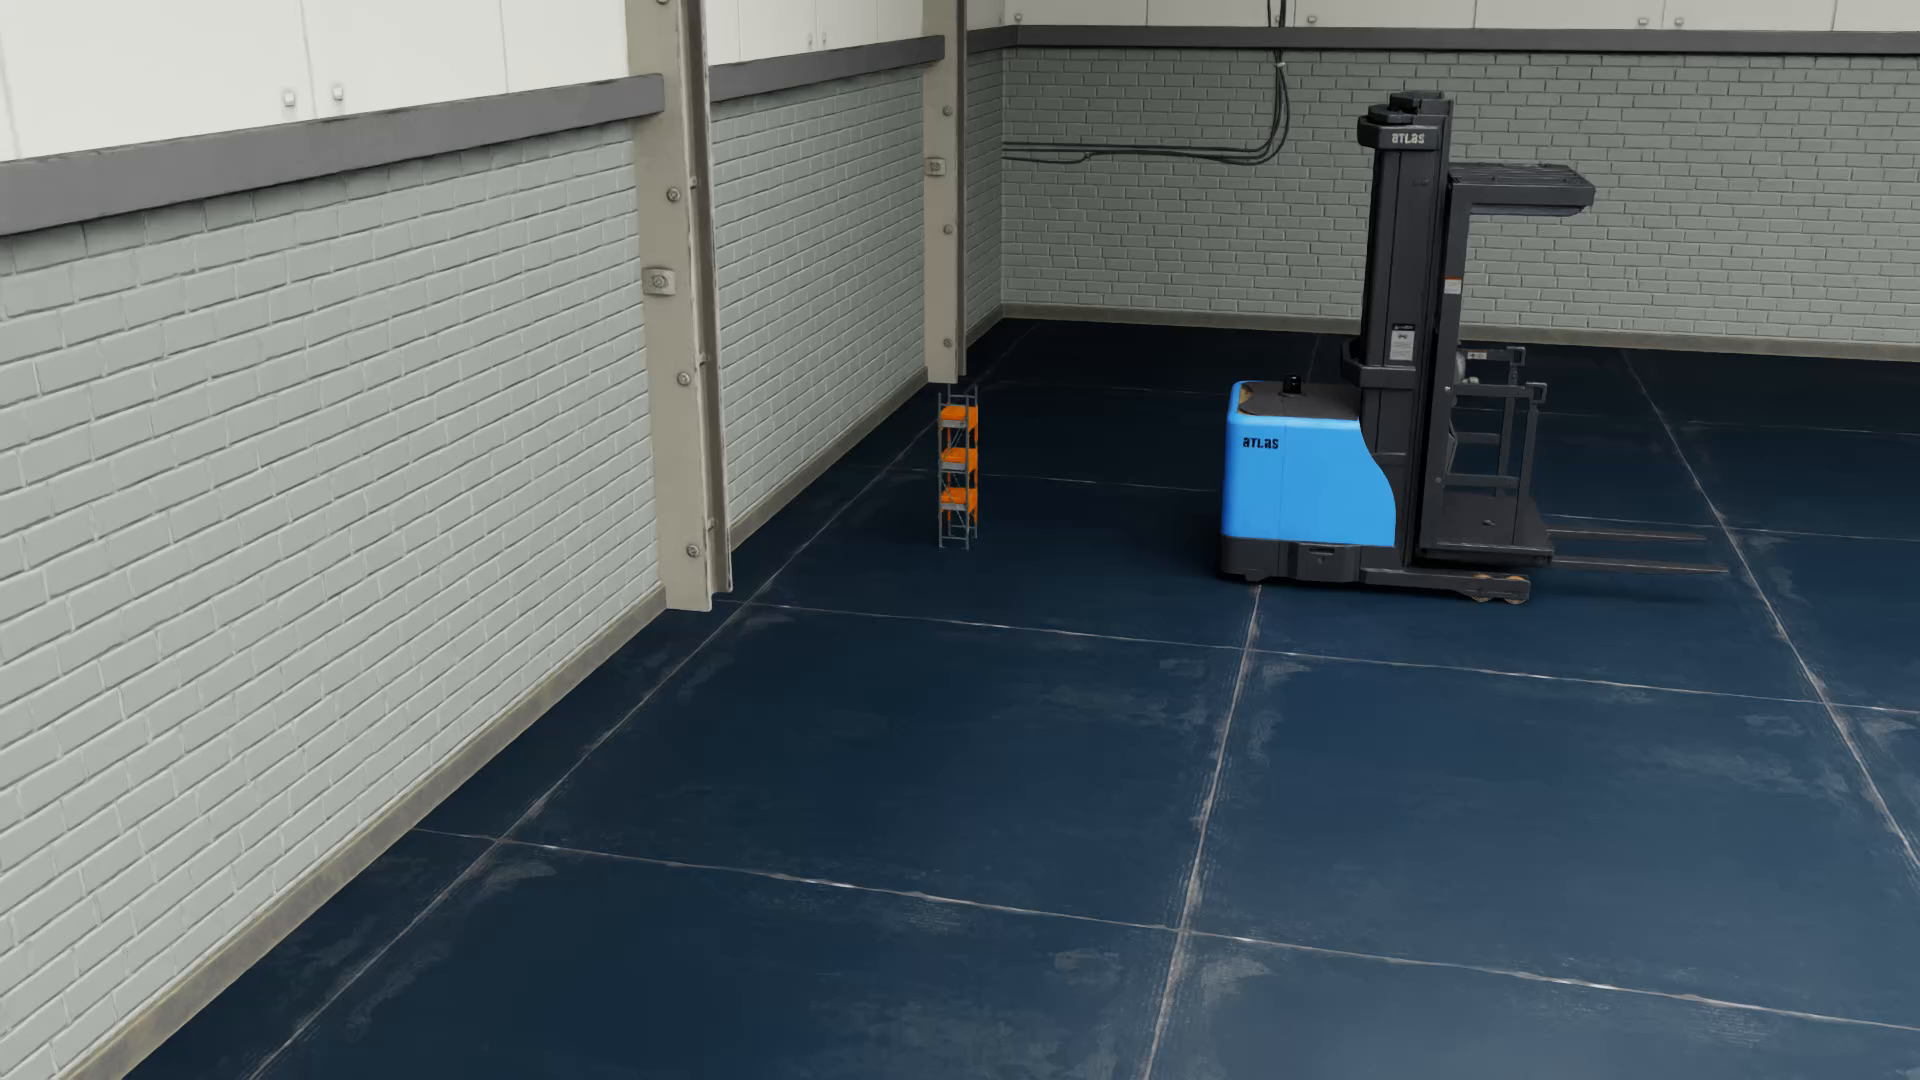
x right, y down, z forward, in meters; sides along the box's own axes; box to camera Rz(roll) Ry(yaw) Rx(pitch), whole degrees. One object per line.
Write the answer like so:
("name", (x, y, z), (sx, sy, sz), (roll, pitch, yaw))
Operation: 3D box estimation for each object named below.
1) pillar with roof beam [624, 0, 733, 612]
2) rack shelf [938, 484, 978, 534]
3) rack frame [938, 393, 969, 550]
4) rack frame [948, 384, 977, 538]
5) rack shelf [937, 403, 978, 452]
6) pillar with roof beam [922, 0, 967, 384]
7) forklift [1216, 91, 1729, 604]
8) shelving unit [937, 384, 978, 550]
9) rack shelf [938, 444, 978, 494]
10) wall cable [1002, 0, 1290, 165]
("pillar with roof beam", (2.573, -3.563, 7.697), (9.100, 9.000, 0.400), (5, 19, 13))
("rack shelf", (-0.013, -0.207, 11.062), (0.215, 0.259, 0.240), (5, 19, 13))
("rack frame", (-0.043, -0.442, 10.857), (0.200, 1.050, 0.008), (5, 19, 13))
("rack frame", (0.017, -0.518, 11.081), (0.200, 1.050, 0.008), (5, 19, 13))
("rack shelf", (-0.013, -0.739, 10.880), (0.215, 0.259, 0.240), (5, 19, 13))
("pillar with roof beam", (4.039, -5.443, 13.202), (9.100, 9.000, 0.400), (5, 19, 13))
("forklift", (3.179, -1.187, 10.128), (3.031, 2.935, 1.130), (4, 19, 10))
("shelving unit", (-0.013, -0.480, 10.969), (0.215, 1.050, 0.252), (5, 19, 13))
("rack shelf", (-0.013, -0.470, 10.972), (0.215, 0.259, 0.240), (5, 19, 13))
("wall cable", (1.867, -5.133, 17.097), (3.097, 2.526, 0.112), (5, 19, 13))
